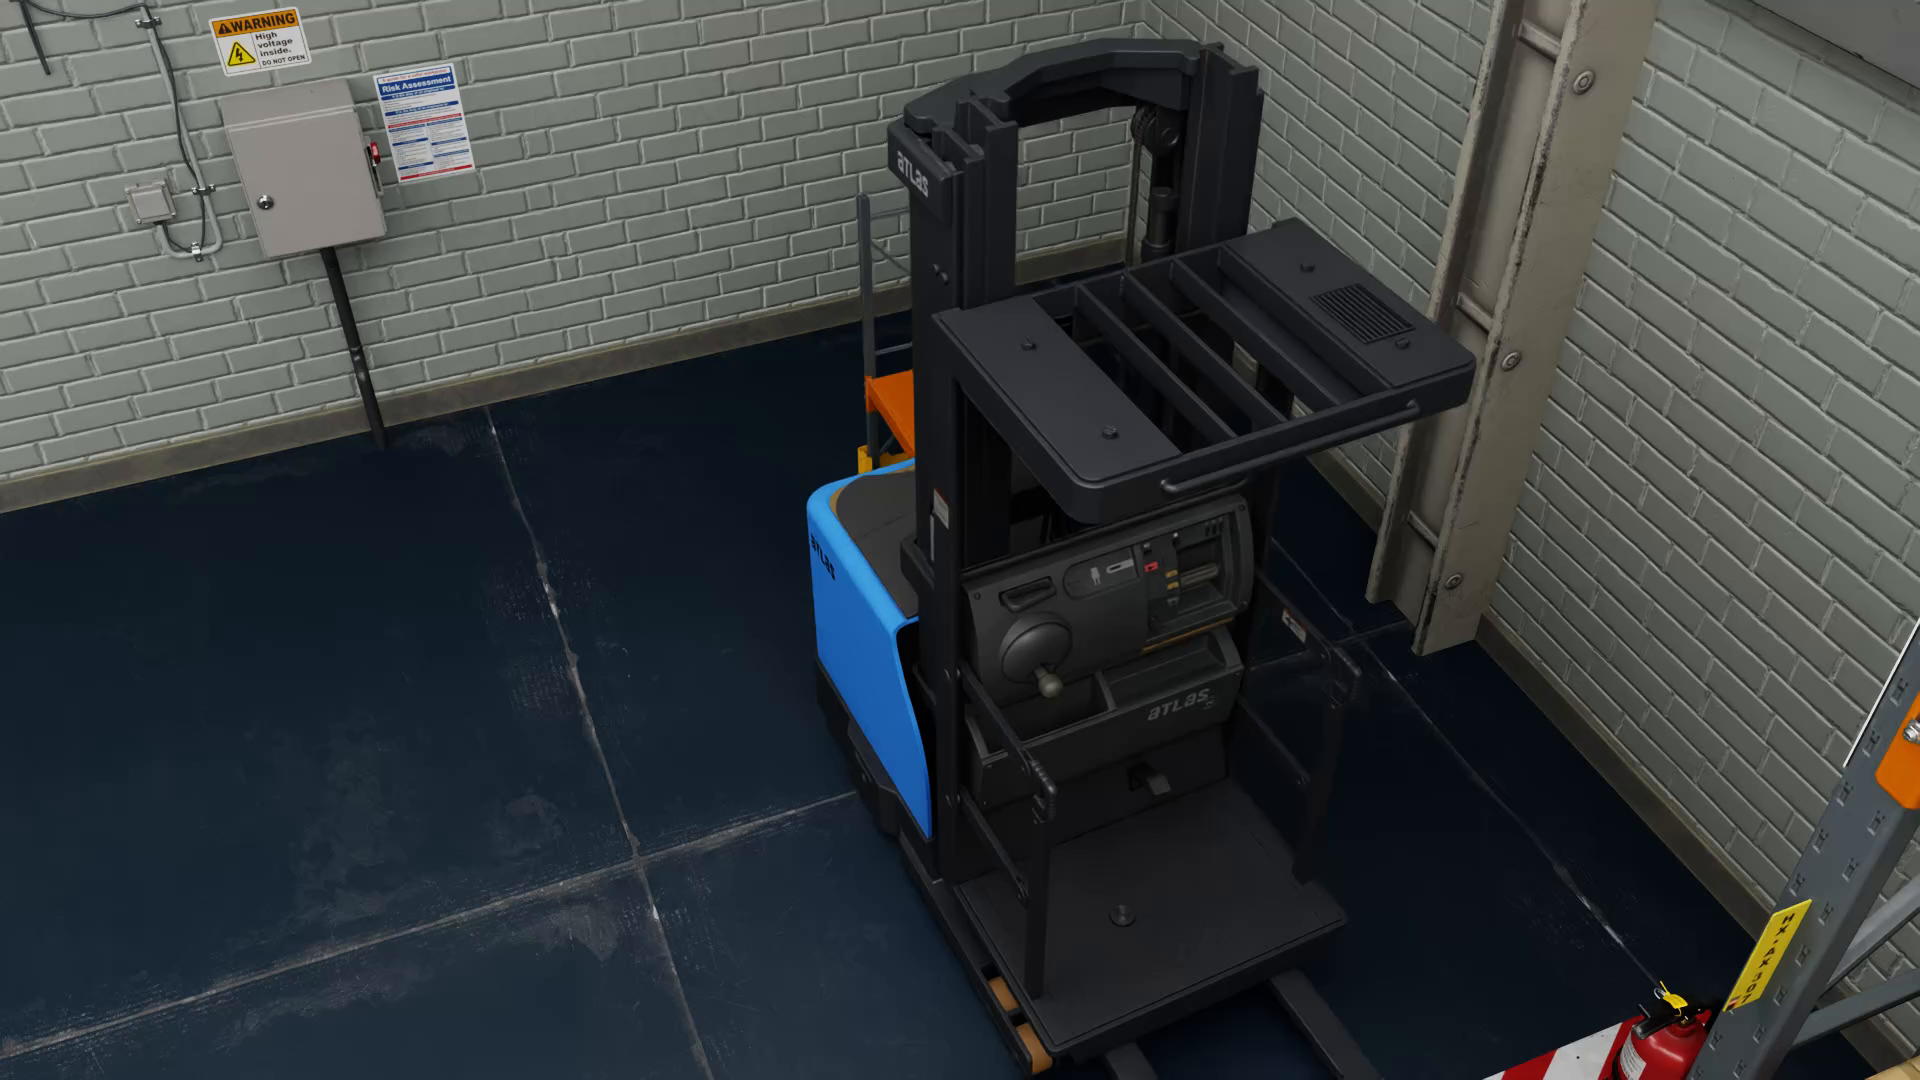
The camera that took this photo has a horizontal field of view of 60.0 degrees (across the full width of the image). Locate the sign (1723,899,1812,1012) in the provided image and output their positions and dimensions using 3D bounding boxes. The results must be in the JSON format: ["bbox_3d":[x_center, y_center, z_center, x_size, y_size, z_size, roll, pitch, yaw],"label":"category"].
[{"bbox_3d":[1.611,0.832,3.318,0.100,0.325,0.005,-15,43,-17],"label":"sign"}]

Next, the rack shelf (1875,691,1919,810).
[{"bbox_3d":[2.877,1.365,1.613,1.077,0.370,4.000,-15,43,-17],"label":"rack shelf"}]

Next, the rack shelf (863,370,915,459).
[{"bbox_3d":[0.025,-0.392,6.830,0.538,0.185,1.000,-15,43,-17],"label":"rack shelf"}]

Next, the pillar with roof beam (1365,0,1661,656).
[{"bbox_3d":[-2.064,-2.025,2.703,9.100,9.000,0.400,-15,43,-17],"label":"pillar with roof beam"}]

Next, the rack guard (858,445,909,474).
[{"bbox_3d":[-0.171,-0.360,7.475,0.587,0.250,0.087,-15,43,-17],"label":"rack guard"}]

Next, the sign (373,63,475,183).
[{"bbox_3d":[-2.278,-1.774,7.085,0.329,0.494,0.001,-15,43,-17],"label":"sign"}]

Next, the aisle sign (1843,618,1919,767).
[{"bbox_3d":[1.815,0.071,2.873,0.394,0.787,0.004,-15,43,-17],"label":"aisle sign"}]

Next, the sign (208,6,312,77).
[{"bbox_3d":[-2.785,-1.986,6.625,0.339,0.242,0.001,-15,43,-17],"label":"sign"}]

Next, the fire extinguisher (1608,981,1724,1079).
[{"bbox_3d":[1.629,1.222,3.873,0.296,0.674,0.183,-15,43,-17],"label":"fire extinguisher"}]

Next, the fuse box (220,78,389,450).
[{"bbox_3d":[-2.655,-1.073,7.186,0.539,1.711,0.414,-15,43,-17],"label":"fuse box"}]

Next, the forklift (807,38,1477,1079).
[{"bbox_3d":[0.549,0.249,4.713,1.130,2.935,3.031,-18,44,-20],"label":"forklift"}]

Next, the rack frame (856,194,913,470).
[{"bbox_3d":[-0.171,-0.835,7.068,0.500,1.500,0.032,-15,43,-17],"label":"rack frame"}]

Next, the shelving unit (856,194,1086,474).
[{"bbox_3d":[0.021,-0.534,6.719,0.587,1.500,1.083,-15,43,-17],"label":"shelving unit"}]

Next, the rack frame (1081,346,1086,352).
[{"bbox_3d":[0.220,-0.222,6.357,0.500,1.500,0.032,-15,43,-17],"label":"rack frame"}]

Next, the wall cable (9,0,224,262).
[{"bbox_3d":[-3.346,-1.872,6.347,0.588,1.984,0.122,-15,43,-17],"label":"wall cable"}]
